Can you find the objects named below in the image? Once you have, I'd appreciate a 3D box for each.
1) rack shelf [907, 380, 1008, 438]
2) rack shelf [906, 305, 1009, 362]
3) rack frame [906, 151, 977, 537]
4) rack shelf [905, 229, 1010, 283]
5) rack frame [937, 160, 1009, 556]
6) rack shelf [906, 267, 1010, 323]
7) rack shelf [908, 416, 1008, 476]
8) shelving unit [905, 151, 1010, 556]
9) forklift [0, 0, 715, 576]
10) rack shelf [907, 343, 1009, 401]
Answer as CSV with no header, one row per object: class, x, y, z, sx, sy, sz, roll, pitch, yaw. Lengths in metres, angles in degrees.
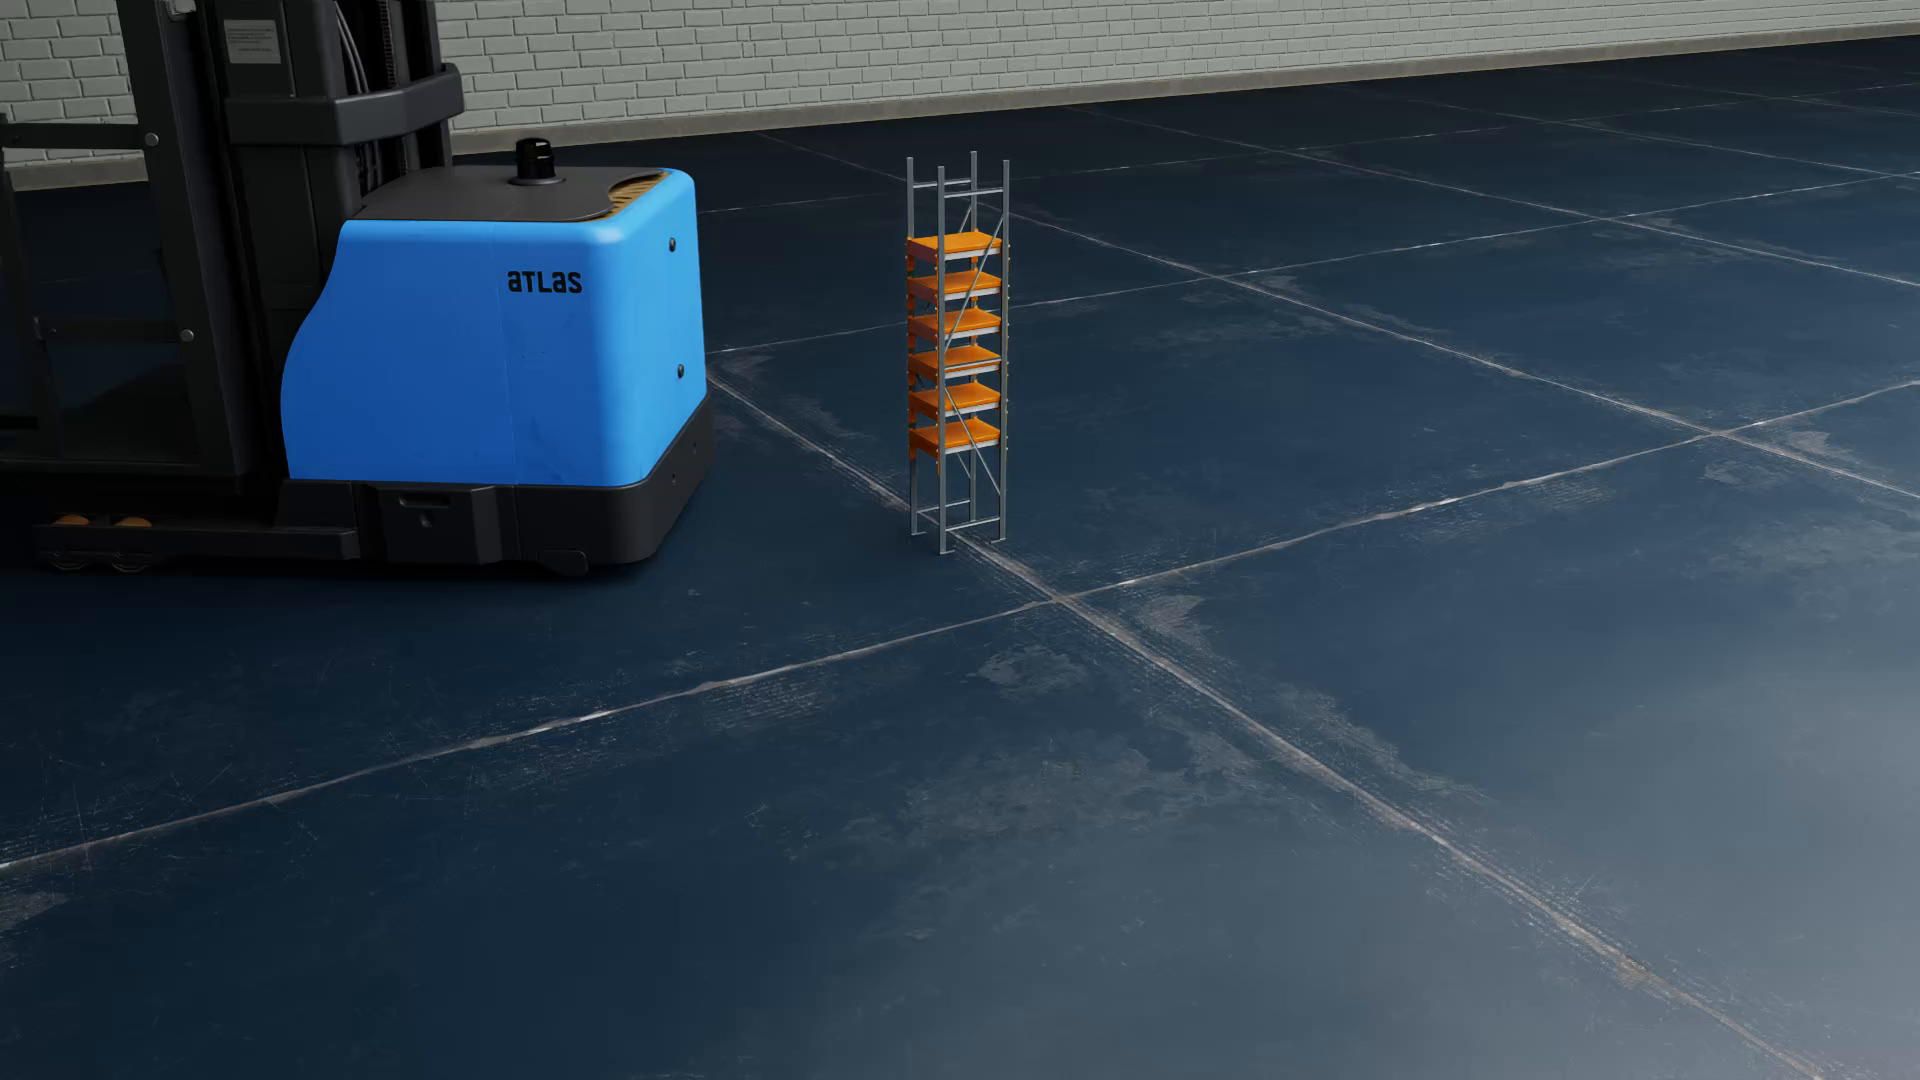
rack shelf,-0.007,-0.408,5.159,0.258,0.103,0.180,-13,25,-28
rack shelf,-0.007,-0.631,5.069,0.258,0.103,0.180,-13,25,-28
rack frame,-0.054,-0.590,5.170,0.240,1.200,0.006,-13,25,-28
rack shelf,-0.007,-0.853,4.978,0.258,0.103,0.180,-13,25,-28
rack frame,0.039,-0.531,5.024,0.240,1.200,0.006,-13,25,-28
rack shelf,-0.007,-0.742,5.023,0.258,0.103,0.180,-13,25,-28
rack shelf,-0.007,-0.297,5.204,0.258,0.103,0.180,-13,25,-28
shelving unit,-0.007,-0.561,5.097,0.258,1.200,0.189,-13,25,-28
forklift,-2.400,-1.455,4.998,3.031,2.935,1.130,2,22,4
rack shelf,-0.007,-0.519,5.114,0.258,0.103,0.180,-13,25,-28
